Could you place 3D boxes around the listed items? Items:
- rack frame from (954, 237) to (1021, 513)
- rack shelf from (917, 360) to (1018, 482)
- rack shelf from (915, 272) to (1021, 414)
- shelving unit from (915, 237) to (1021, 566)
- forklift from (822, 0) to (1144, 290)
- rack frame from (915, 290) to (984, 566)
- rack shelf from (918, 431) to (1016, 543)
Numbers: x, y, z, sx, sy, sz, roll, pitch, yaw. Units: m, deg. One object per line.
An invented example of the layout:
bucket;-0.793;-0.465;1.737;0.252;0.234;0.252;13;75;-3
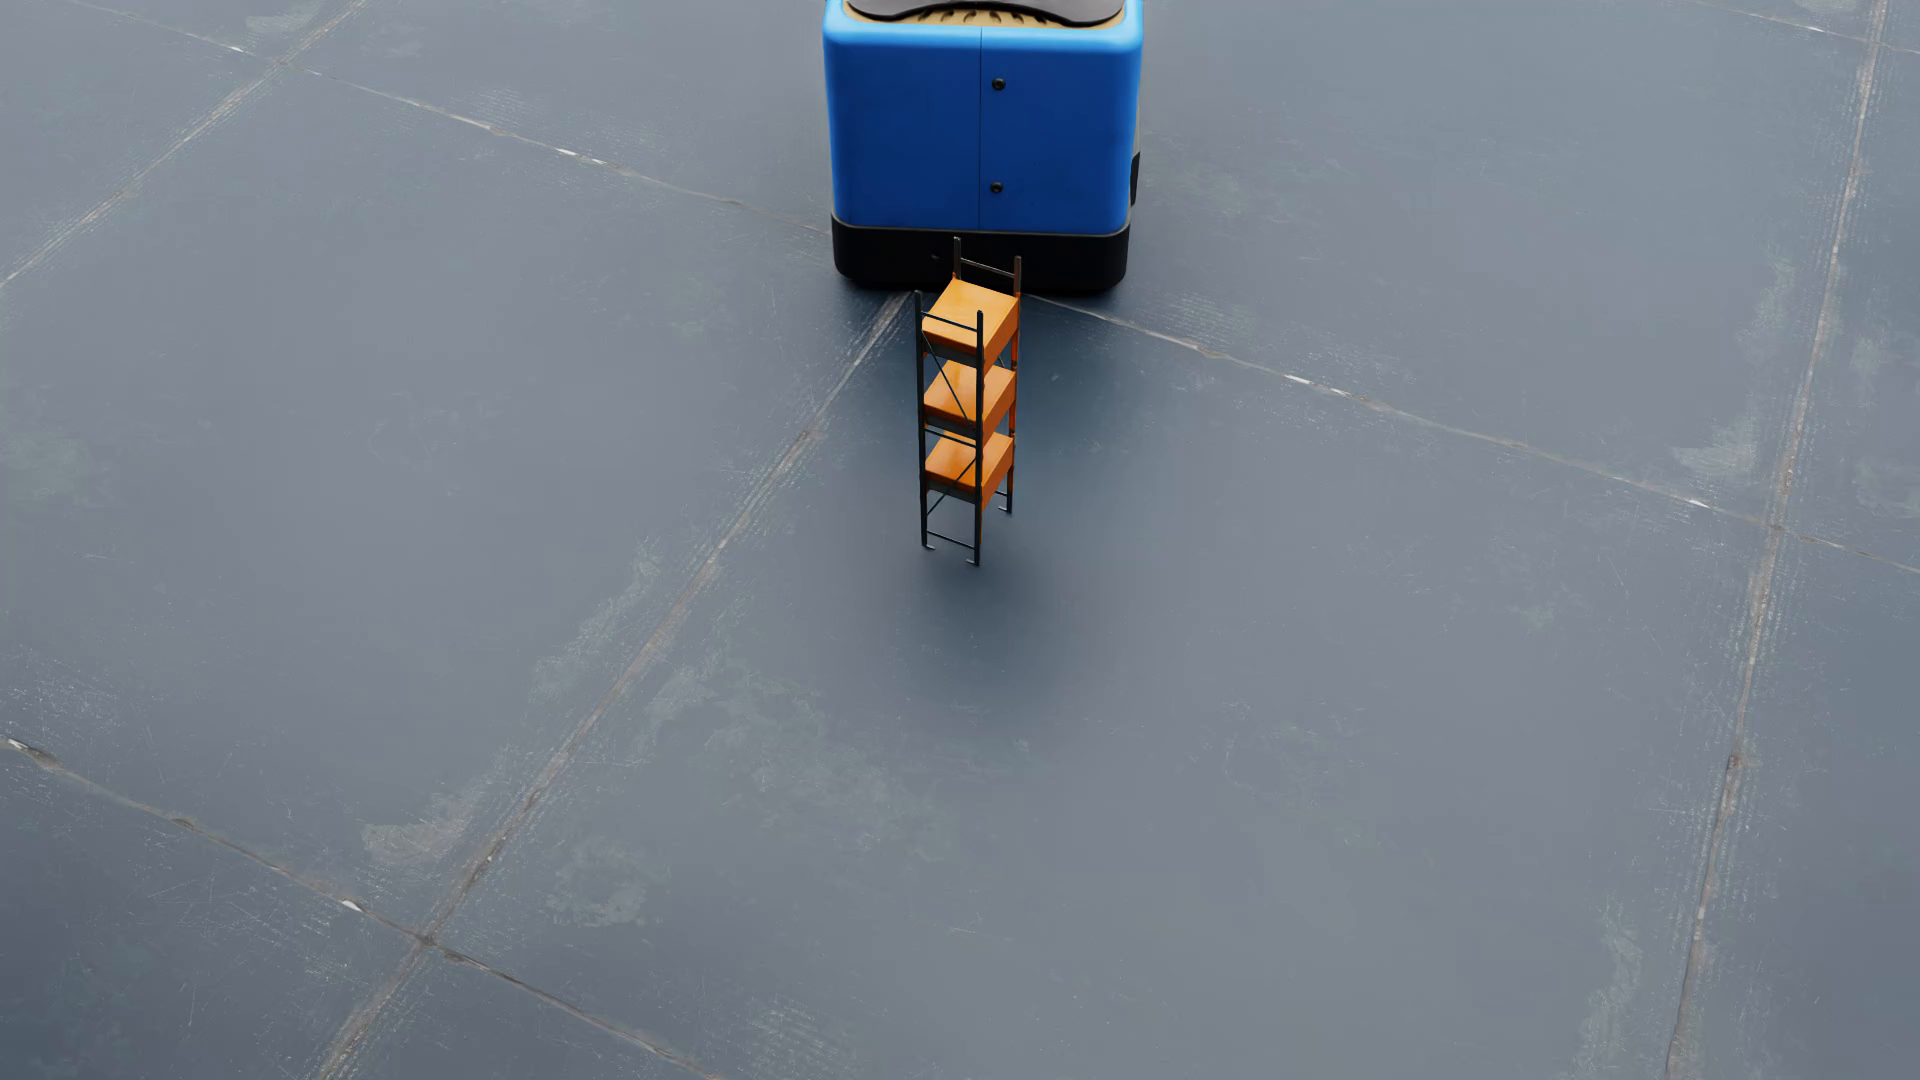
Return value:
rack frame;0.075;-0.461;4.953;0.200;1.050;0.008;20;52;16
rack shelf;0.023;-0.370;4.890;0.215;0.259;0.240;20;52;16
rack shelf;0.023;-0.554;4.673;0.215;0.259;0.240;20;52;16
shelving unit;0.023;-0.377;4.882;0.215;1.050;0.252;20;52;16
forklift;0.151;-2.963;5.846;1.130;2.935;3.031;2;50;2
rack frame;-0.029;-0.293;4.810;0.200;1.050;0.008;20;52;16
rack shelf;0.023;-0.190;5.101;0.215;0.259;0.240;20;52;16
